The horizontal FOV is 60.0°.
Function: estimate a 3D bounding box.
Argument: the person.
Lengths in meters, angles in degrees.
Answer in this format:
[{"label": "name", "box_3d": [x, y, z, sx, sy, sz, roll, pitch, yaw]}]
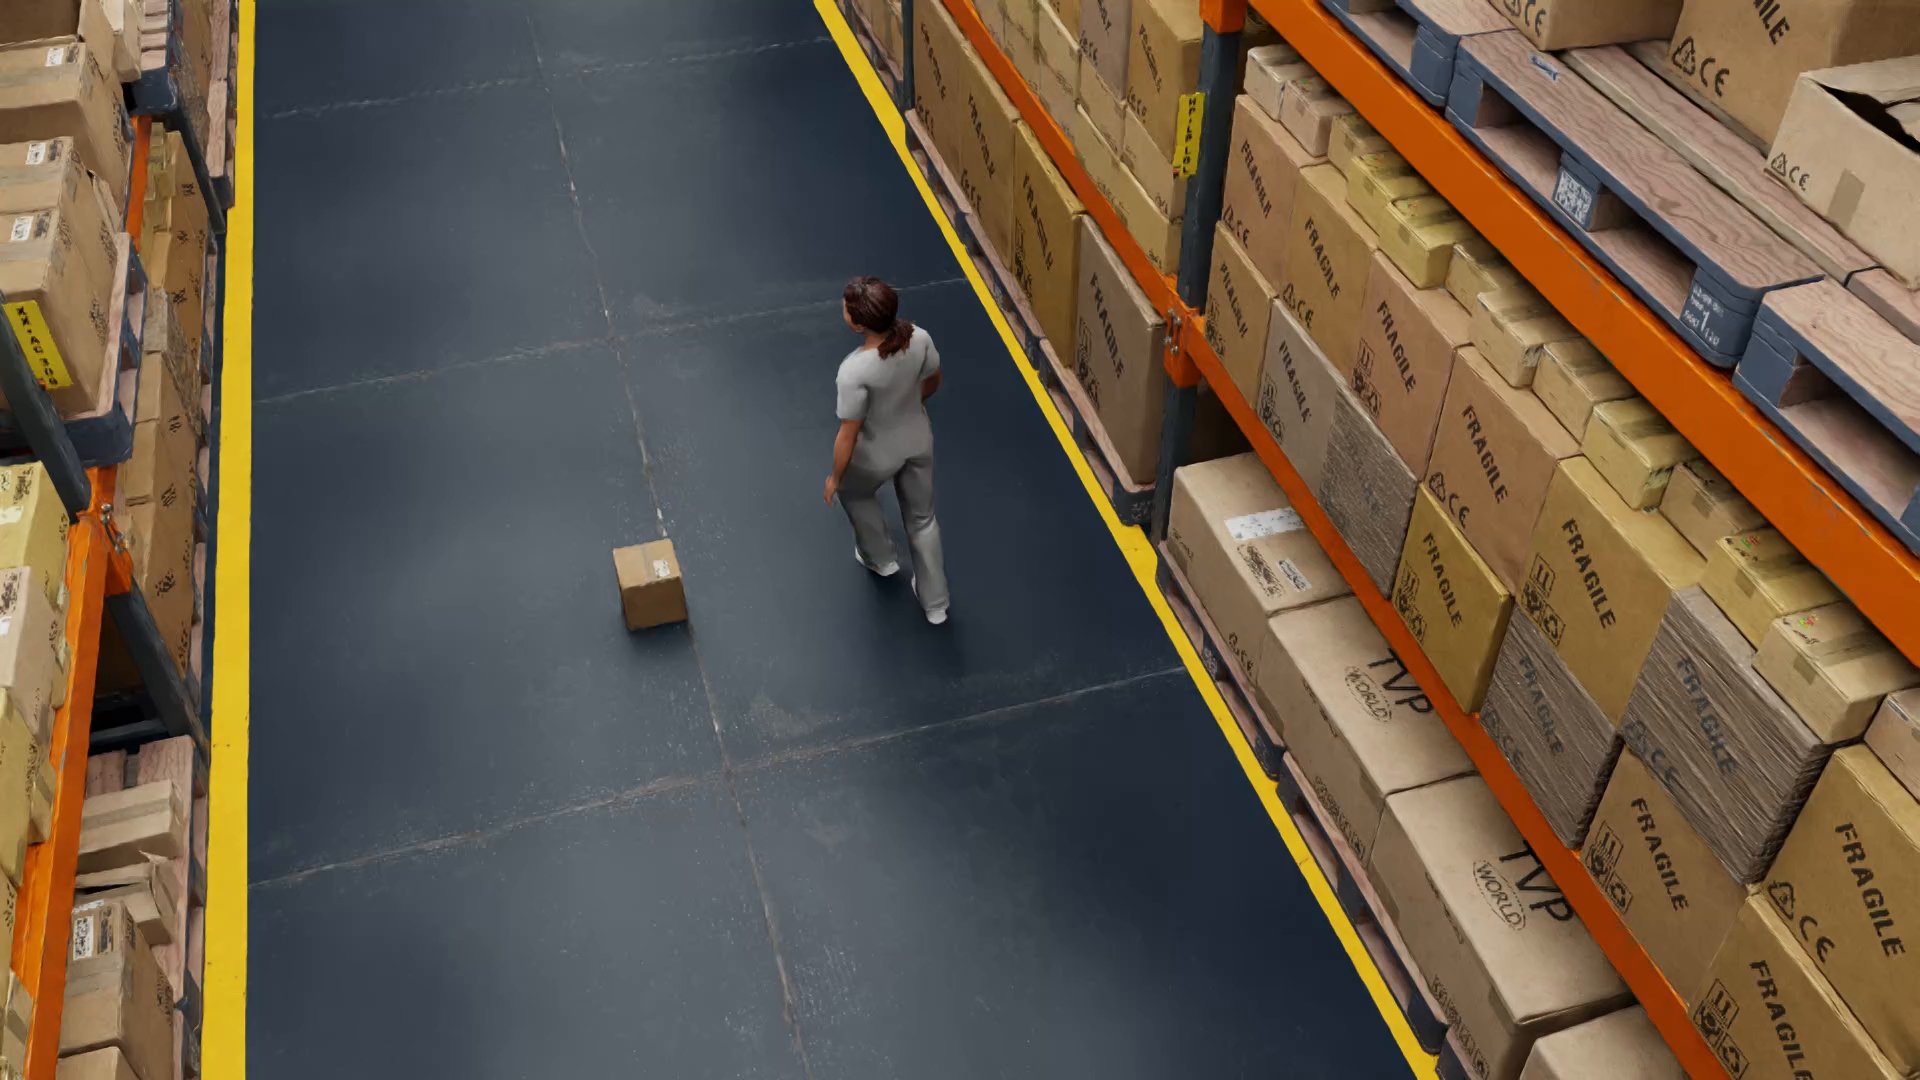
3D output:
[{"label": "person", "box_3d": [-0.334, -0.371, 6.625, 0.571, 1.691, 0.630, -23, 47, -23]}]
